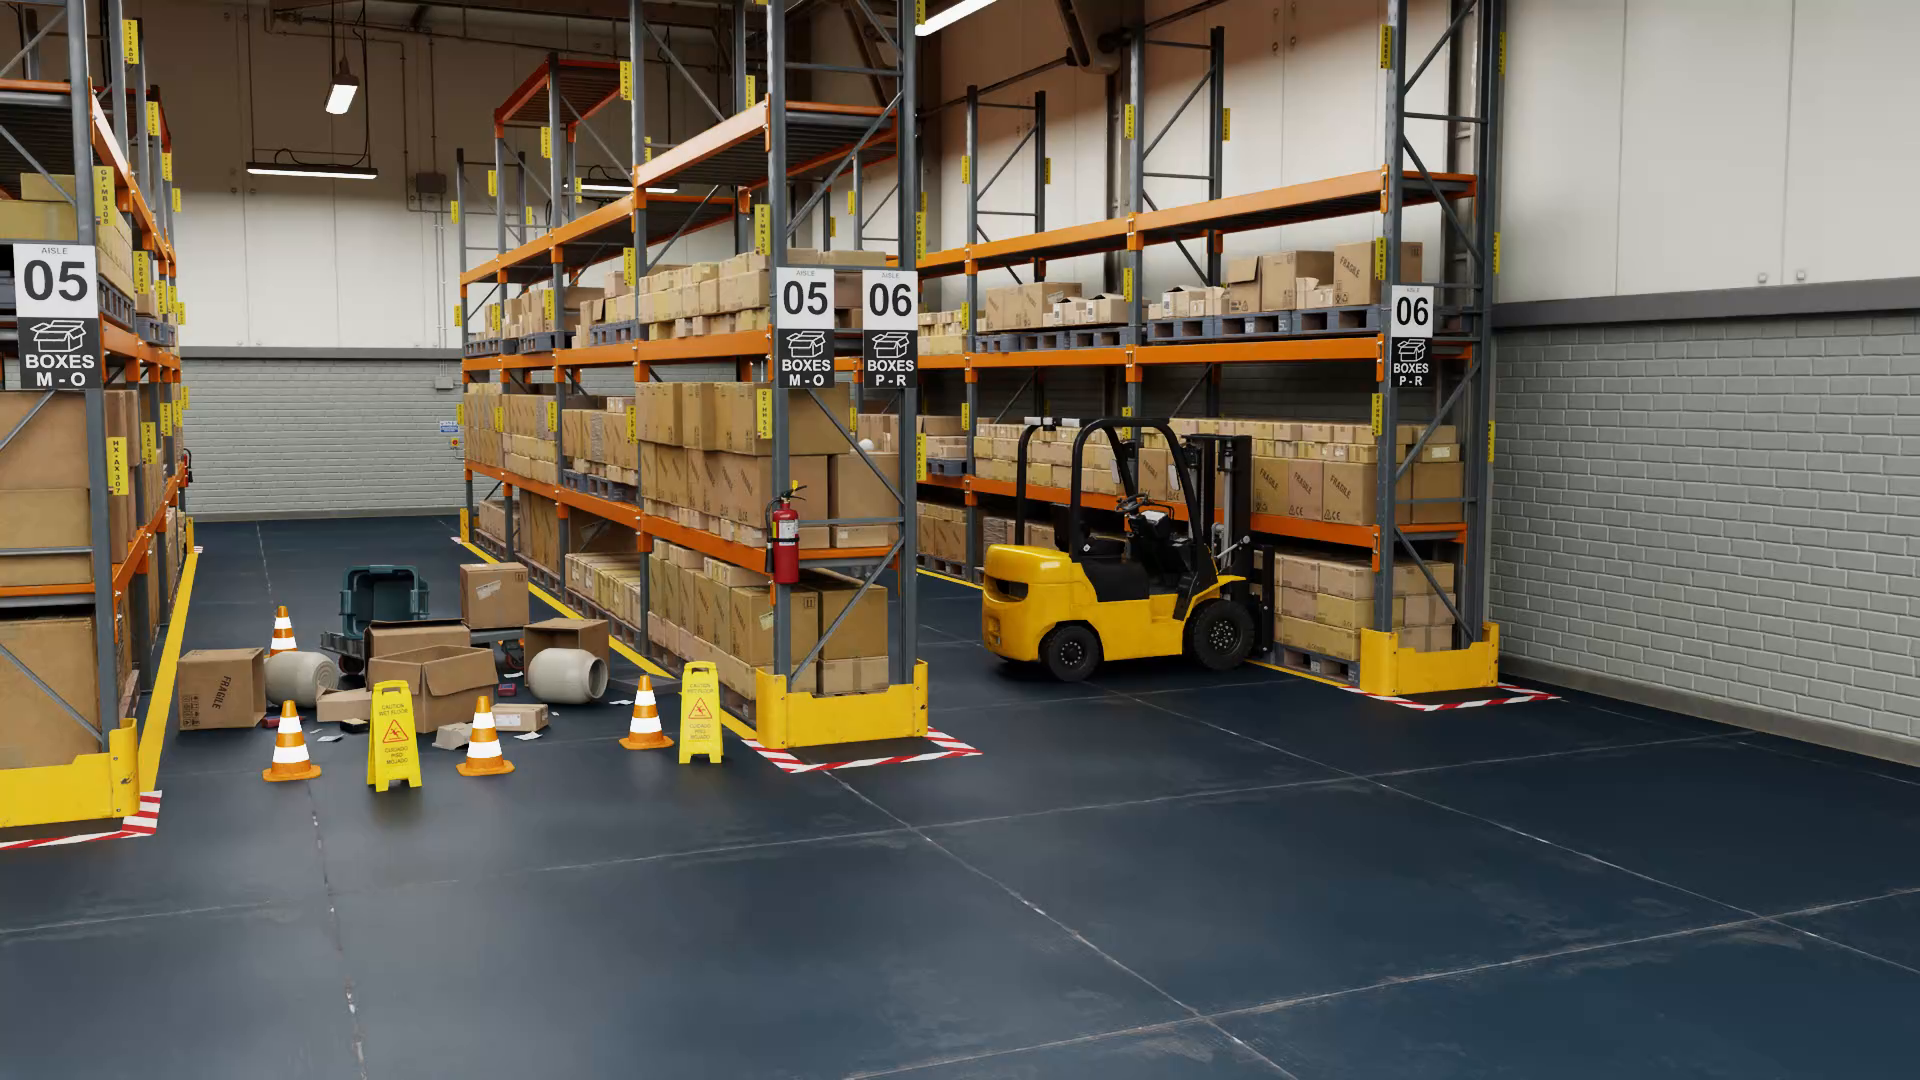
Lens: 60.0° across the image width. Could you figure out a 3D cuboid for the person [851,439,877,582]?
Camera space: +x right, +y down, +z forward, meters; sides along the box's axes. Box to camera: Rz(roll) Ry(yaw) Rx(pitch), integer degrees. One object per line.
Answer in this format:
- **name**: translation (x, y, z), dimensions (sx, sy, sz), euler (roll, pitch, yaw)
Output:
- **person**: translation (-1.147, -0.381, 20.604), dimensions (0.581, 1.753, 0.720), euler (0, 5, 1)
